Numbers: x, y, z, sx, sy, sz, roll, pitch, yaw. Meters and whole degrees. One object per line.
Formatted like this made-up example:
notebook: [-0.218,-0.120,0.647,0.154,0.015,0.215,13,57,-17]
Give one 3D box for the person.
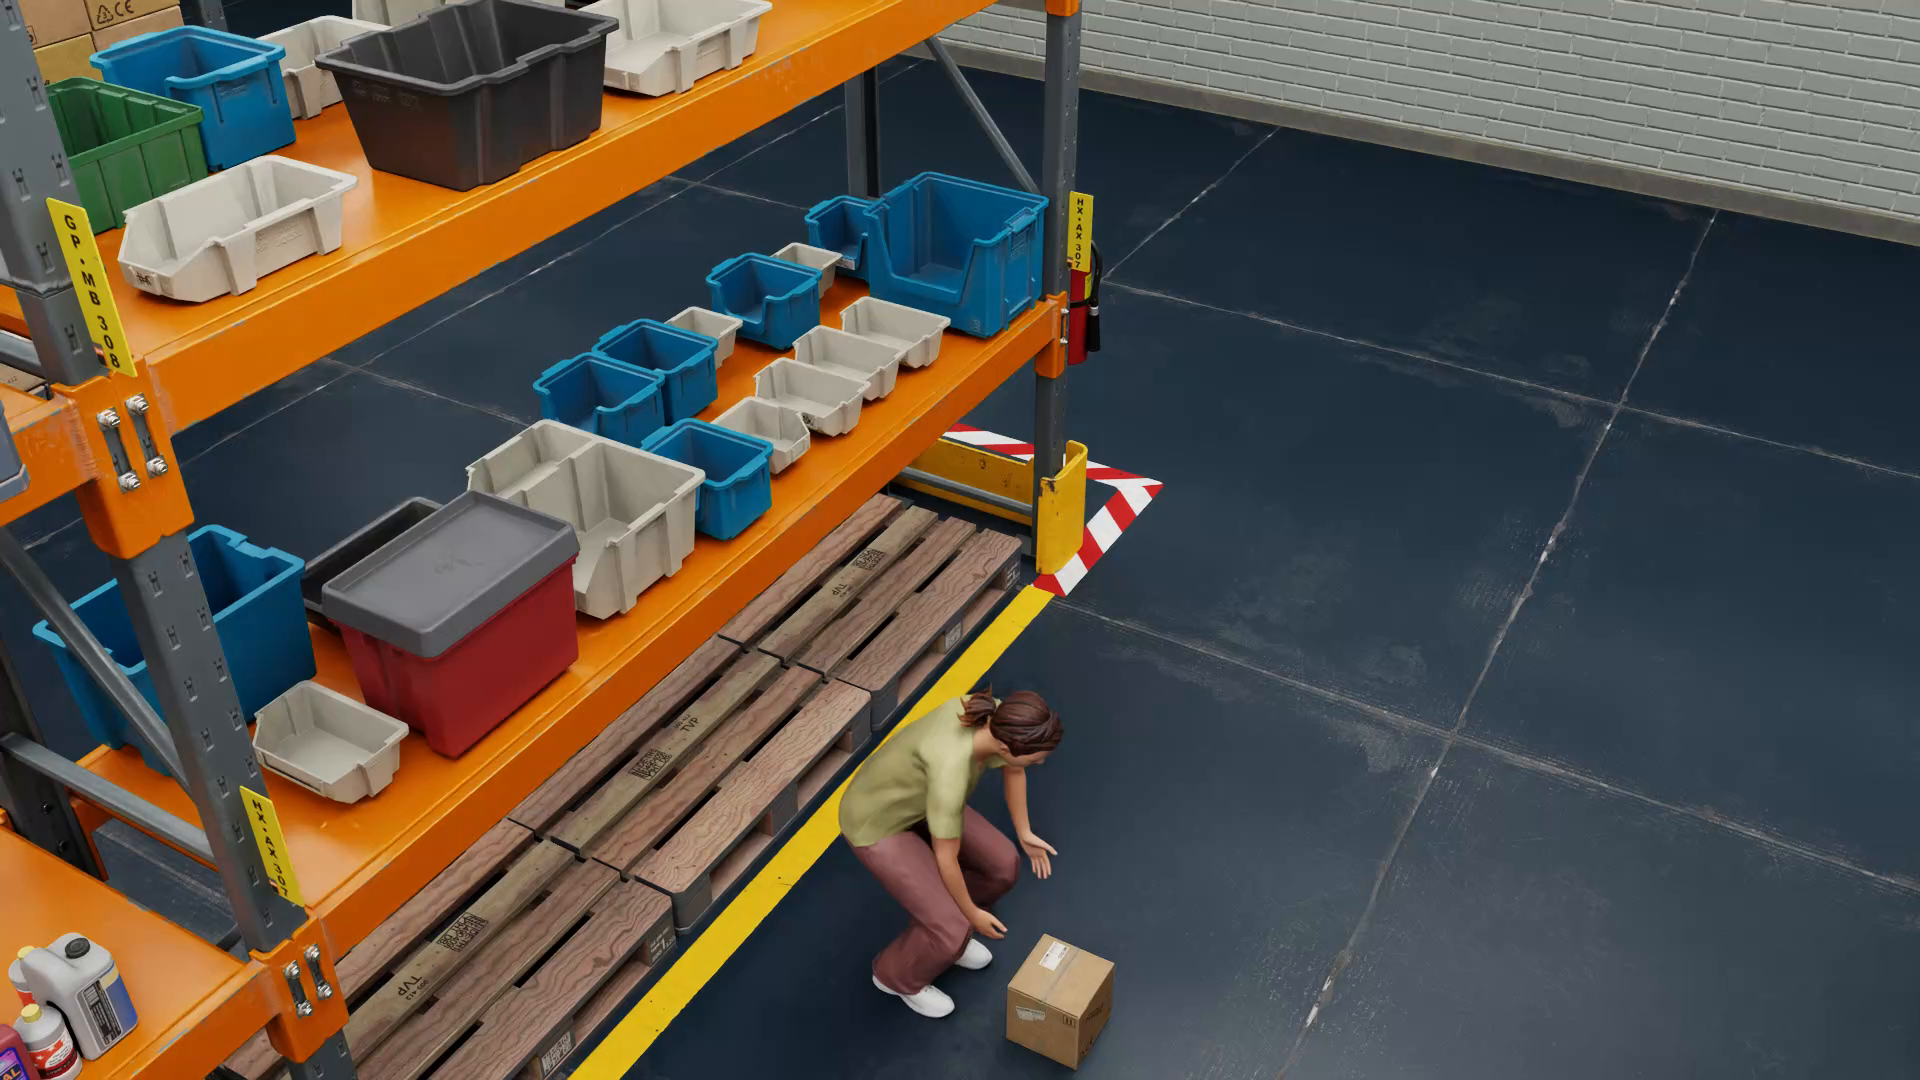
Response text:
person: [-0.019,0.910,5.167,0.696,1.275,0.511,18,38,24]
